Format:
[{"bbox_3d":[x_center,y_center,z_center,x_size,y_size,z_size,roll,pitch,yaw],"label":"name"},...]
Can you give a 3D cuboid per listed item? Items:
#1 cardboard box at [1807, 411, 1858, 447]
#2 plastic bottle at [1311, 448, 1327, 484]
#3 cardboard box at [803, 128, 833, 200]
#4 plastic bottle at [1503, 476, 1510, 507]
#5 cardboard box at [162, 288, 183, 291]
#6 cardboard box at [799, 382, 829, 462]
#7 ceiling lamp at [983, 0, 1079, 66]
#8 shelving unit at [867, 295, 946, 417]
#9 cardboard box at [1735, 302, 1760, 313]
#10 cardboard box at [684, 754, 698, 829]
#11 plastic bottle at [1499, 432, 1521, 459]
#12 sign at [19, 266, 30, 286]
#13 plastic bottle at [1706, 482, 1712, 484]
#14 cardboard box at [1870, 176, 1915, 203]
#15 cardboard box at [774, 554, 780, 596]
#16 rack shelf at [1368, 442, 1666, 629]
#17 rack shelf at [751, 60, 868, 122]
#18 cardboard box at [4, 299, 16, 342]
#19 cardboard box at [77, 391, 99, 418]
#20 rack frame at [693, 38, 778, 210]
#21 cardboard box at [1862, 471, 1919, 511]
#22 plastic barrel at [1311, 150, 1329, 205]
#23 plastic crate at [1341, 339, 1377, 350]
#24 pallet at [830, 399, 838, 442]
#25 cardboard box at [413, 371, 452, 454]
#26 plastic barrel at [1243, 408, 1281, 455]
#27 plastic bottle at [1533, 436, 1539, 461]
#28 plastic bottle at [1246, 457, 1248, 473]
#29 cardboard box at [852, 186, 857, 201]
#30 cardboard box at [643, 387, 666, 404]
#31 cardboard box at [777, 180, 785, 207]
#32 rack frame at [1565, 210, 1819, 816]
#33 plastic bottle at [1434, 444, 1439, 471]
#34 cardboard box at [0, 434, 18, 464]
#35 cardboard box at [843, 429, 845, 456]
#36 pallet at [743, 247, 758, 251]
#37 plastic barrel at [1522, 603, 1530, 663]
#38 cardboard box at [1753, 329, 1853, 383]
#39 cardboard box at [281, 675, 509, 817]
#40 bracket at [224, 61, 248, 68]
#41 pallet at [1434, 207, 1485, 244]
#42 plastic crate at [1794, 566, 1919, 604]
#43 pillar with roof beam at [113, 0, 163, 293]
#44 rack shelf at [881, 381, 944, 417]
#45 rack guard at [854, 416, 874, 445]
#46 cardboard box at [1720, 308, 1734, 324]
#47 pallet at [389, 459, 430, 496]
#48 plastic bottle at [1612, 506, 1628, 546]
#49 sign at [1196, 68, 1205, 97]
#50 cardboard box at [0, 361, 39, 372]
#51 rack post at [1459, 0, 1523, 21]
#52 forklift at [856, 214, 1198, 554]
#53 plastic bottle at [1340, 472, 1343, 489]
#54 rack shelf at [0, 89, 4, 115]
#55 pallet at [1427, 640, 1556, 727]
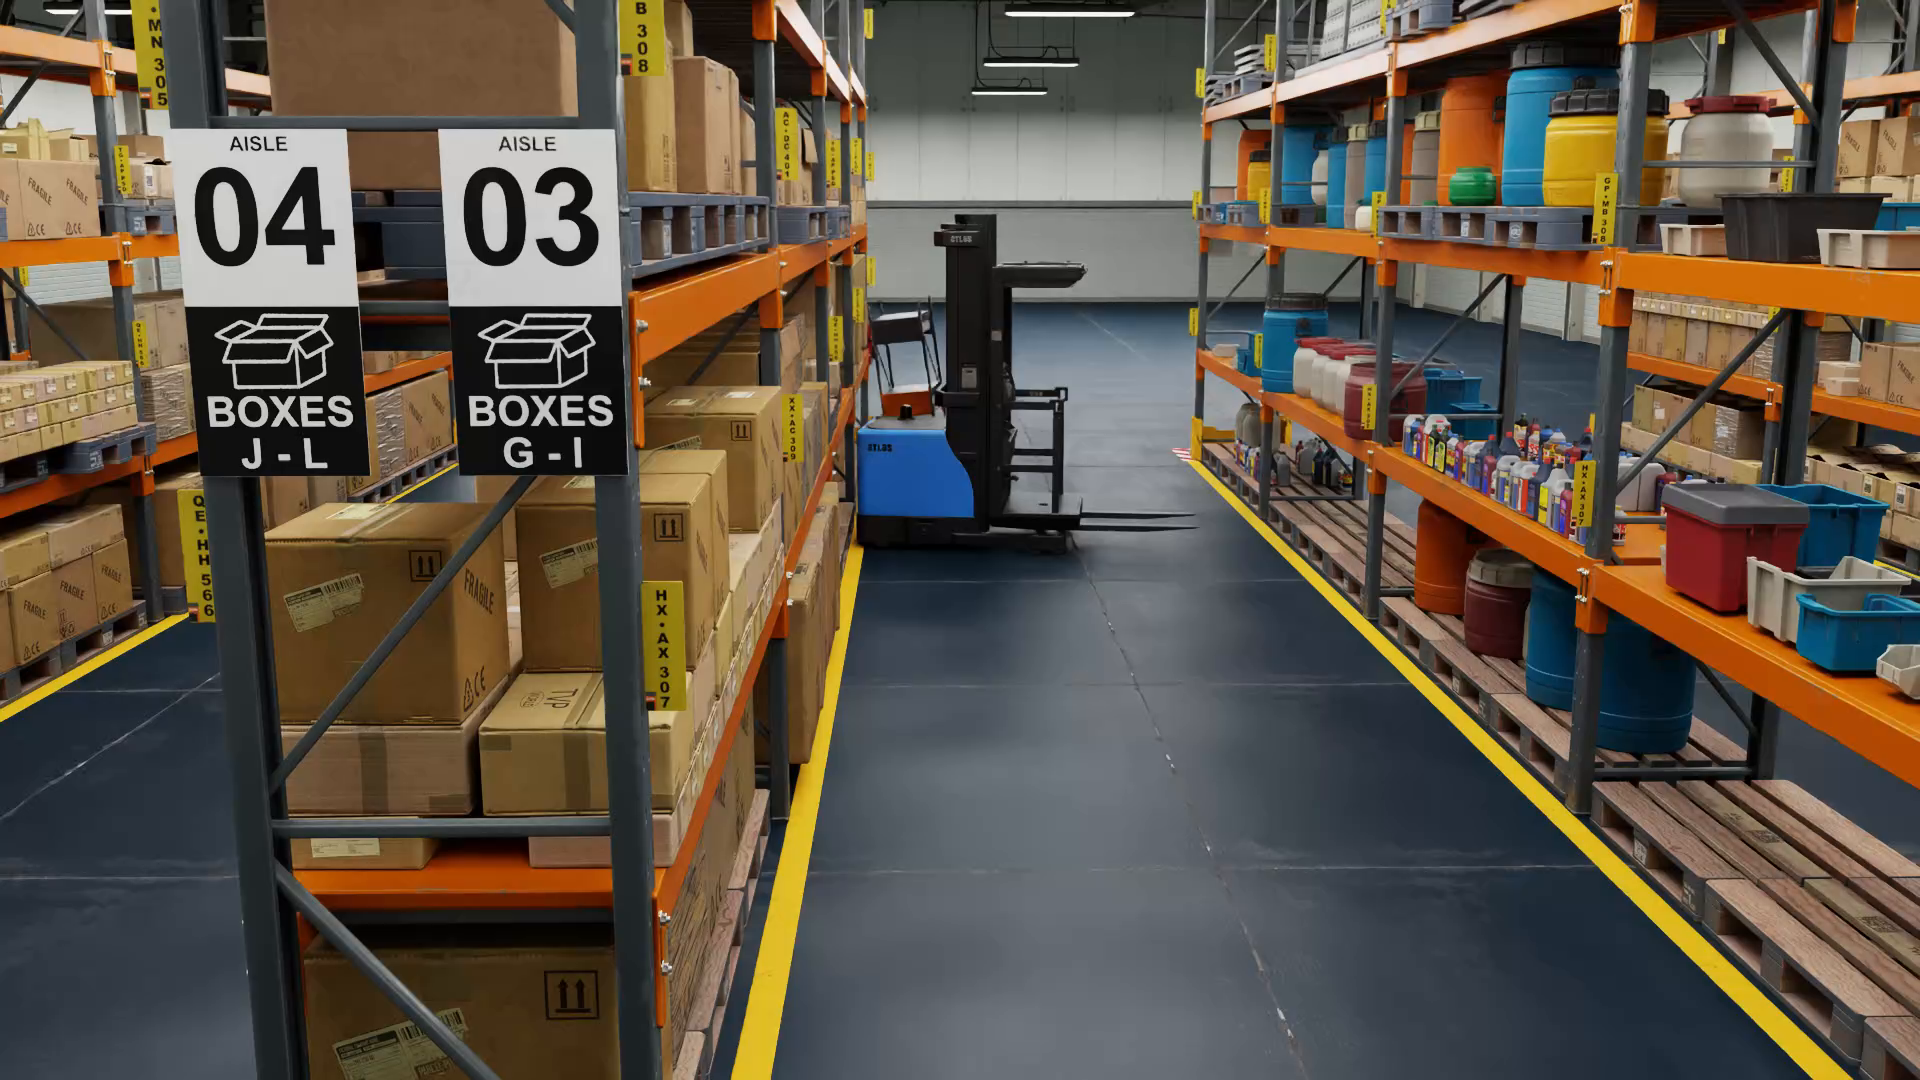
[{"bbox_3d":[8.685,-1.021,16.710,0.500,0.500,0.500,0,11,-1],"label":"cardboard box"},{"bbox_3d":[3.683,-0.761,17.012,0.144,0.351,0.185,0,11,-1],"label":"plastic bottle"},{"bbox_3d":[-1.193,-2.725,12.084,0.500,0.500,0.500,0,11,-1],"label":"cardboard box"},{"bbox_3d":[3.212,-0.294,9.654,0.097,0.201,0.097,0,11,0],"label":"plastic bottle"},{"bbox_3d":[-6.445,-1.899,14.299,0.700,0.500,0.500,0,11,-1],"label":"cardboard box"},{"bbox_3d":[-1.183,-0.818,11.488,0.500,0.500,0.500,0,11,1],"label":"cardboard box"},{"bbox_3d":[1.481,-11.517,34.704,2.000,3.185,0.800,0,11,-1],"label":"ceiling lamp"},{"bbox_3d":[-0.435,-1.240,15.882,0.503,2.100,0.431,-3,15,17],"label":"shelving unit"},{"bbox_3d":[8.354,-2.575,16.884,0.700,0.500,0.500,0,11,-1],"label":"cardboard box"},{"bbox_3d":[-0.959,0.724,4.769,0.380,0.149,0.250,0,11,-2],"label":"cardboard box"},{"bbox_3d":[3.374,-0.495,10.271,0.144,0.351,0.185,0,11,-1],"label":"plastic bottle"},{"bbox_3d":[-10.958,-3.137,19.459,0.100,0.325,0.005,0,11,-1],"label":"sign"},{"bbox_3d":[3.988,-0.172,8.877,0.097,0.271,0.097,0,11,0],"label":"plastic bottle"},{"bbox_3d":[8.398,-3.072,14.626,0.500,0.250,0.500,-1,12,-7],"label":"cardboard box"},{"bbox_3d":[-1.018,0.162,7.537,0.380,0.149,0.250,0,11,0],"label":"cardboard box"},{"bbox_3d":[3.553,-0.137,10.189,1.077,0.370,4.000,0,11,-1],"label":"rack shelf"},{"bbox_3d":[-1.564,-4.645,17.331,1.077,0.370,4.000,0,11,-1],"label":"rack shelf"},{"bbox_3d":[-11.227,-2.504,19.049,0.500,0.500,0.500,0,11,-2],"label":"cardboard box"},{"bbox_3d":[-5.921,-0.893,10.935,0.380,0.149,0.250,0,11,0],"label":"cardboard box"},{"bbox_3d":[-1.358,-3.011,7.461,1.000,3.000,0.127,0,11,-1],"label":"rack frame"},{"bbox_3d":[8.174,-0.446,14.352,0.500,0.311,0.500,0,11,0],"label":"cardboard box"},{"bbox_3d":[3.616,-3.499,16.071,0.421,0.512,0.421,0,11,0],"label":"plastic barrel"},{"bbox_3d":[3.745,-1.618,15.521,0.402,0.464,0.583,0,11,-1],"label":"plastic crate"},{"bbox_3d":[-1.562,-0.914,12.692,1.213,0.211,1.003,0,11,-1],"label":"pallet"},{"bbox_3d":[-6.487,-1.486,19.320,0.875,0.875,0.875,0,11,-1],"label":"cardboard box"},{"bbox_3d":[3.446,-1.233,18.987,0.421,0.512,0.421,0,11,0],"label":"plastic barrel"},{"bbox_3d":[3.937,-0.623,11.274,0.097,0.201,0.097,0,11,0],"label":"plastic bottle"},{"bbox_3d":[3.087,-0.811,17.635,0.097,0.201,0.097,0,11,0],"label":"plastic bottle"},{"bbox_3d":[-1.246,-3.528,16.925,0.380,0.149,0.250,0,11,-2],"label":"cardboard box"},{"bbox_3d":[-1.604,-0.415,7.493,0.500,0.500,0.500,0,11,-1],"label":"cardboard box"},{"bbox_3d":[-1.377,-2.187,9.625,0.797,0.503,0.637,0,11,-2],"label":"cardboard box"},{"bbox_3d":[3.594,-0.092,8.157,1.000,3.000,0.127,0,11,-1],"label":"rack frame"},{"bbox_3d":[3.185,-0.560,10.968,0.097,0.201,0.097,0,11,0],"label":"plastic bottle"},{"bbox_3d":[-5.902,-0.544,9.960,0.380,0.149,0.250,-1,11,-4],"label":"cardboard box"},{"bbox_3d":[-1.563,-1.195,18.825,0.500,0.500,0.500,3,12,14],"label":"cardboard box"},{"bbox_3d":[-1.426,-1.630,8.675,0.805,0.209,1.217,-1,11,-3],"label":"pallet"},{"bbox_3d":[3.663,0.560,10.145,0.421,0.512,0.421,0,11,0],"label":"plastic barrel"},{"bbox_3d":[8.366,-1.839,16.517,0.700,0.500,0.500,-1,11,-3],"label":"cardboard box"},{"bbox_3d":[-1.551,0.556,4.593,0.500,0.250,0.500,0,11,-2],"label":"cardboard box"},{"bbox_3d":[-17.442,-11.134,38.447,0.076,0.066,4.783,0,11,-1],"label":"bracket"},{"bbox_3d":[3.454,-1.850,9.755,1.003,0.211,1.213,0,11,-1],"label":"pallet"},{"bbox_3d":[3.886,0.235,7.088,0.437,0.125,0.590,0,11,-1],"label":"plastic crate"},{"bbox_3d":[-13.431,-8.789,35.937,9.100,9.000,0.548,0,11,-1],"label":"pillar with roof beam"},{"bbox_3d":[-0.433,-1.227,15.885,0.480,0.518,0.431,-3,15,17],"label":"rack shelf"},{"bbox_3d":[-1.604,-1.217,19.989,1.175,0.500,0.348,0,11,-1],"label":"rack guard"},{"bbox_3d":[8.142,-2.324,17.277,0.380,0.149,0.250,0,11,-1],"label":"cardboard box"},{"bbox_3d":[-6.450,-0.689,18.117,1.003,0.211,1.213,0,11,-1],"label":"pallet"},{"bbox_3d":[3.387,-0.076,8.578,0.097,0.201,0.097,0,11,0],"label":"plastic bottle"},{"bbox_3d":[2.796,-5.313,19.333,0.100,0.325,0.005,0,11,-1],"label":"sign"},{"bbox_3d":[-6.586,-1.147,11.438,0.380,0.149,0.250,0,11,-1],"label":"cardboard box"},{"bbox_3d":[3.425,-3.189,9.591,0.937,0.300,0.954,1,12,5],"label":"rack post"},{"bbox_3d":[0.623,-1.424,14.897,3.031,2.935,1.130,1,12,6],"label":"forklift"},{"bbox_3d":[3.858,-0.611,16.651,0.097,0.201,0.097,0,11,0],"label":"plastic bottle"},{"bbox_3d":[-11.472,-4.604,17.130,1.077,0.370,4.000,0,11,-1],"label":"rack shelf"},{"bbox_3d":[3.592,0.878,10.390,1.003,0.211,1.213,0,11,-1],"label":"pallet"}]
